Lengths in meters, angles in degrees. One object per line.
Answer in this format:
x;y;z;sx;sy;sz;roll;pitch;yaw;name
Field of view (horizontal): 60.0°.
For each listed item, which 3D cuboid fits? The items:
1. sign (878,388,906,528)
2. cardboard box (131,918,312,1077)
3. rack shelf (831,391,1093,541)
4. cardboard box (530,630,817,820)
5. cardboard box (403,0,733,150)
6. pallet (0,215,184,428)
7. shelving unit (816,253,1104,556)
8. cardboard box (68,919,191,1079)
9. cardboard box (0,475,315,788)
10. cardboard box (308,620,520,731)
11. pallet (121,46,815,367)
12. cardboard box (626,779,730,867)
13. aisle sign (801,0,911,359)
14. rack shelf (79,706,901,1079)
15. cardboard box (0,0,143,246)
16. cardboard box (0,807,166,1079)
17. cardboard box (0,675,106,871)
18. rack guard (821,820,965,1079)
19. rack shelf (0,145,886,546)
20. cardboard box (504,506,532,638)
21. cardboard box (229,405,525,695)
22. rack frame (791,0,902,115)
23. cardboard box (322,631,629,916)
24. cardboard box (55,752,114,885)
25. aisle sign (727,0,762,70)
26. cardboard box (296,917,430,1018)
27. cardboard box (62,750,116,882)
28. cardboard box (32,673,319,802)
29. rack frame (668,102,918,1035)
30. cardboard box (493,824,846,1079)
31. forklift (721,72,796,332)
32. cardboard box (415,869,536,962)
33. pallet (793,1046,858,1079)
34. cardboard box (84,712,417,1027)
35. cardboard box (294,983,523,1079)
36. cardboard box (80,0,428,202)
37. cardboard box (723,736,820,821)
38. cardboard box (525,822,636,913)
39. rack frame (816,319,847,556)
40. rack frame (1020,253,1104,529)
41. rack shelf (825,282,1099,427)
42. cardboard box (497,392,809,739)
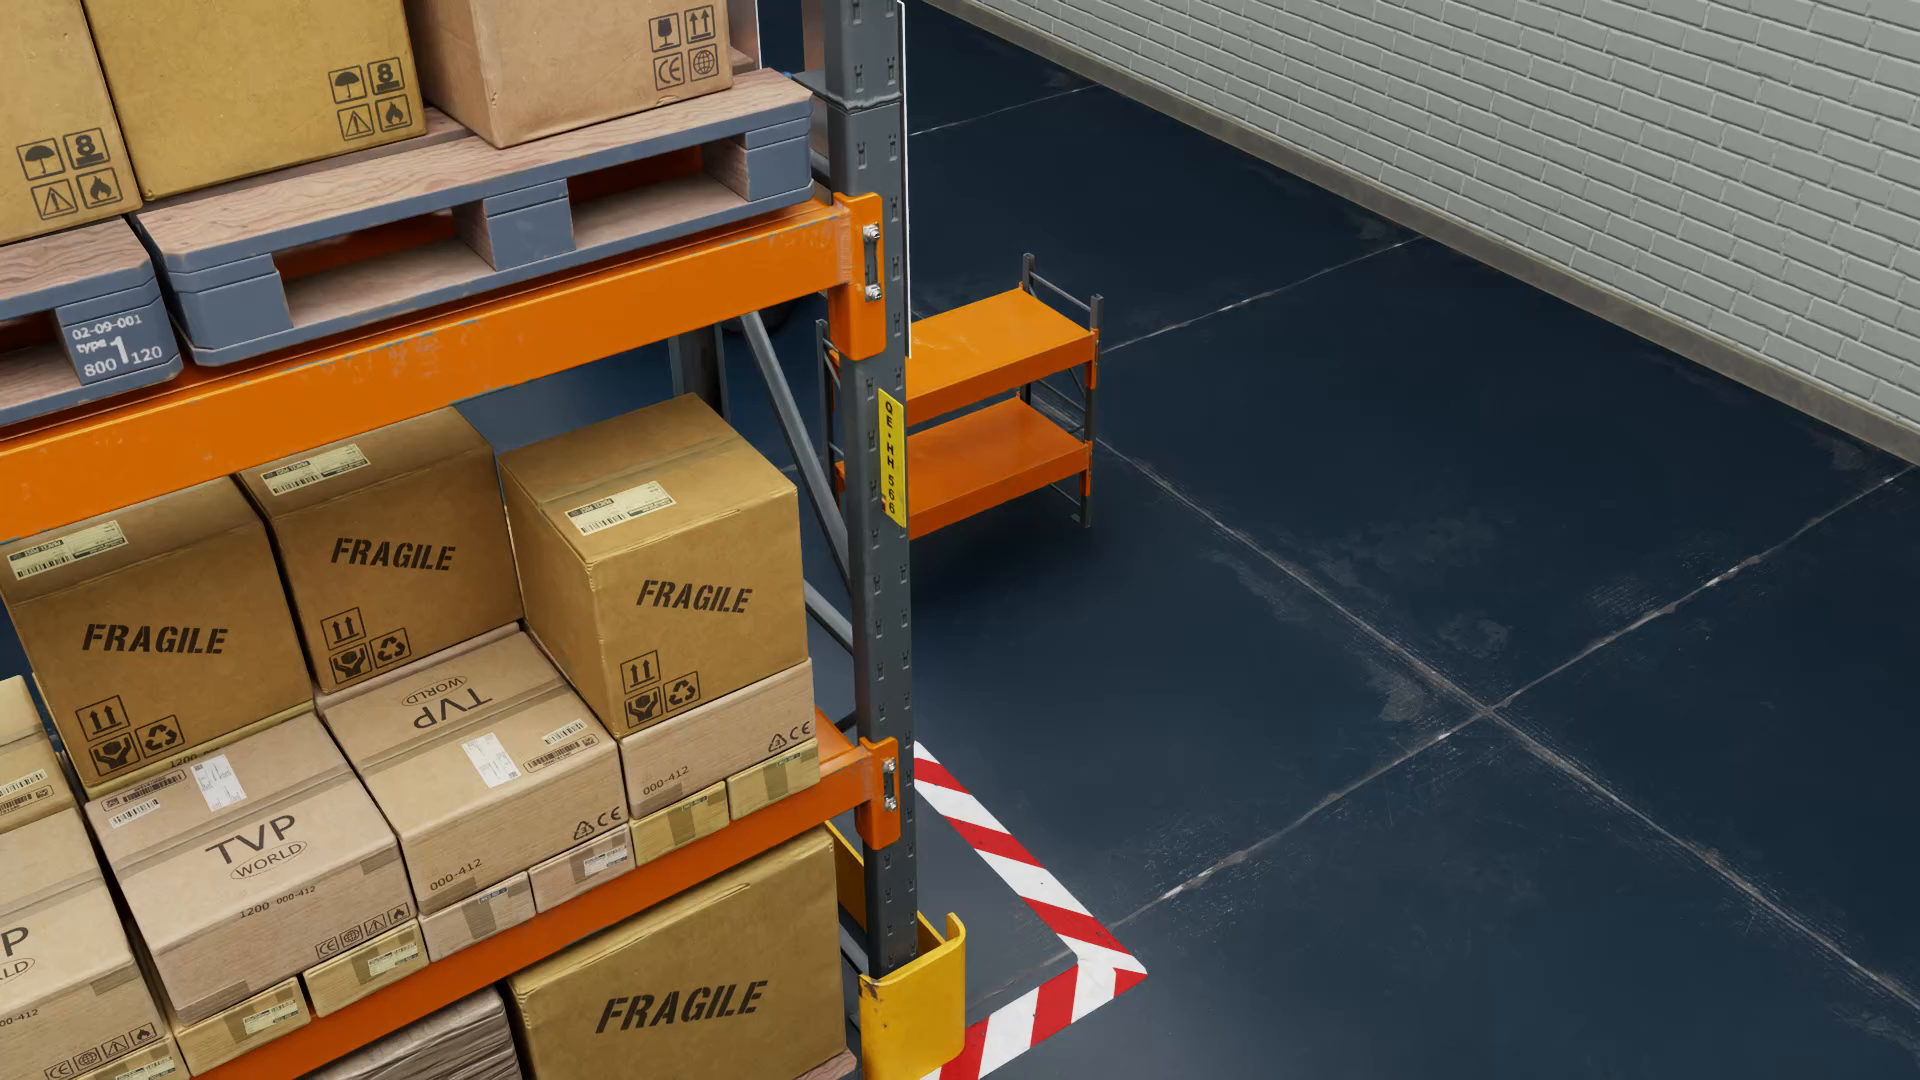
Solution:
-0.154;-0.182;3.739;0.005;0.325;0.100;-22;41;-28;sign
-1.602;0.931;3.601;0.250;0.149;0.380;-22;41;-28;cardboard box
0.006;-0.260;7.067;1.000;0.278;0.538;-22;41;-28;rack shelf
-0.698;0.350;4.067;0.500;0.250;0.500;-23;42;-29;cardboard box
-0.849;-1.148;3.178;0.500;0.500;0.700;-25;43;-30;cardboard box
-2.054;-0.394;2.736;1.213;0.211;1.003;-22;41;-28;pallet
0.006;-0.459;6.925;1.048;1.125;0.538;-22;41;-28;shelving unit
-1.806;1.014;3.487;0.250;0.149;0.380;-22;41;-27;cardboard box
-1.832;0.134;3.726;0.500;0.500;0.500;-24;42;-29;cardboard box
-1.424;0.271;4.177;0.500;0.250;0.500;-23;42;-28;cardboard box
-1.056;-0.807;3.309;1.213;0.211;1.003;-22;41;-28;pallet
-0.768;0.588;4.079;0.250;0.149;0.380;-22;41;-27;cardboard box
-0.224;-0.816;3.589;0.004;0.787;0.394;-22;41;-28;aisle sign
-2.090;1.085;3.788;4.000;0.370;1.077;-22;41;-28;rack shelf
-1.774;-0.820;2.721;0.500;0.500;0.700;-25;43;-31;cardboard box
-1.953;0.869;3.346;0.500;0.250;0.500;-22;41;-28;cardboard box
-2.260;0.617;3.697;0.500;0.250;0.500;-23;42;-29;cardboard box
-0.436;1.127;5.254;0.348;0.500;1.175;-22;41;-28;rack guard
-2.090;-0.132;2.912;4.000;0.370;1.077;-22;41;-28;rack shelf
-1.003;0.093;4.425;0.500;0.250;0.500;-24;42;-29;cardboard box
-1.412;-0.043;3.972;0.500;0.500;0.500;-23;42;-29;cardboard box
-0.455;-2.315;2.762;0.127;3.000;1.000;-22;41;-28;rack frame
-1.113;0.521;3.831;0.500;0.250;0.500;-23;42;-29;cardboard box
-2.192;0.703;3.919;0.250;0.149;0.380;-23;42;-29;cardboard box
-0.569;-1.102;3.987;0.004;0.787;0.394;-22;41;-28;aisle sign
-1.391;0.844;3.723;0.250;0.149;0.380;-23;42;-29;cardboard box
-1.985;0.618;4.037;0.250;0.149;0.380;-23;42;-28;cardboard box
-1.837;0.439;3.945;0.500;0.250;0.500;-24;42;-29;cardboard box
-0.455;0.121;4.513;0.127;3.000;1.000;-22;41;-28;rack frame
-0.932;1.066;4.659;0.875;0.875;0.875;-22;41;-28;cardboard box
-2.336;-2.695;8.486;3.031;2.935;1.130;6;36;9;forklift
-1.179;0.756;3.846;0.250;0.149;0.380;-22;41;-27;cardboard box
-1.064;1.559;4.902;1.213;0.211;1.003;-22;41;-28;pallet
-1.529;0.692;3.592;0.500;0.250;0.500;-24;42;-29;cardboard box
-1.676;1.372;4.233;0.875;0.875;0.875;-22;41;-28;cardboard box
-1.379;-1.017;2.995;0.500;0.500;0.700;-24;42;-29;cardboard box
-0.557;0.500;4.202;0.250;0.149;0.380;-22;41;-27;cardboard box
-0.975;0.672;3.962;0.250;0.149;0.380;-22;41;-28;cardboard box
-0.410;-0.288;6.687;0.032;1.125;0.500;-22;41;-28;rack frame
0.421;-0.630;7.162;0.032;1.125;0.500;-22;41;-28;rack frame
0.006;-0.697;6.754;1.000;0.278;0.538;-22;41;-28;rack shelf
-0.702;0.046;3.849;0.500;0.500;0.500;-22;41;-27;cardboard box
